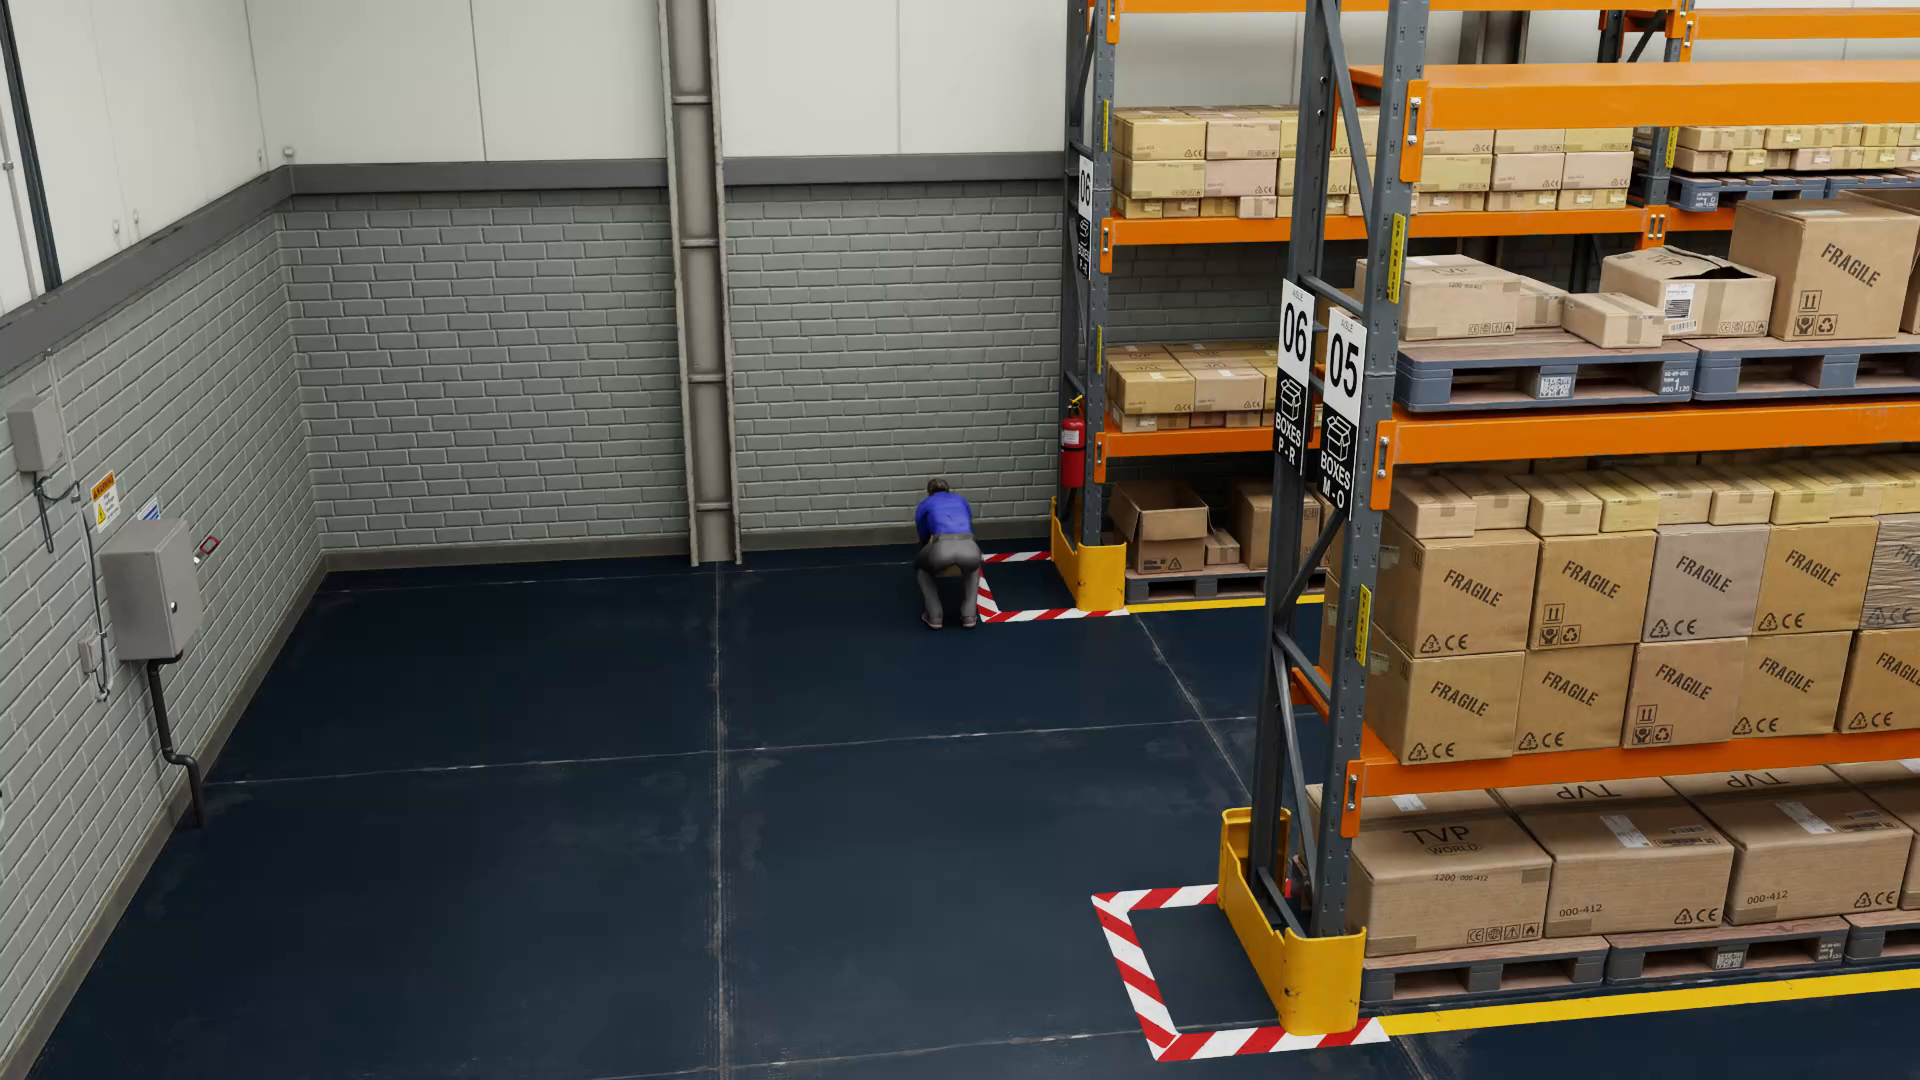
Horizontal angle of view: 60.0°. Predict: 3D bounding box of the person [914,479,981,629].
[{"bbox_3d":[-0.093,0.100,11.865,0.470,0.938,0.863,-3,20,-8],"label":"person"}]
